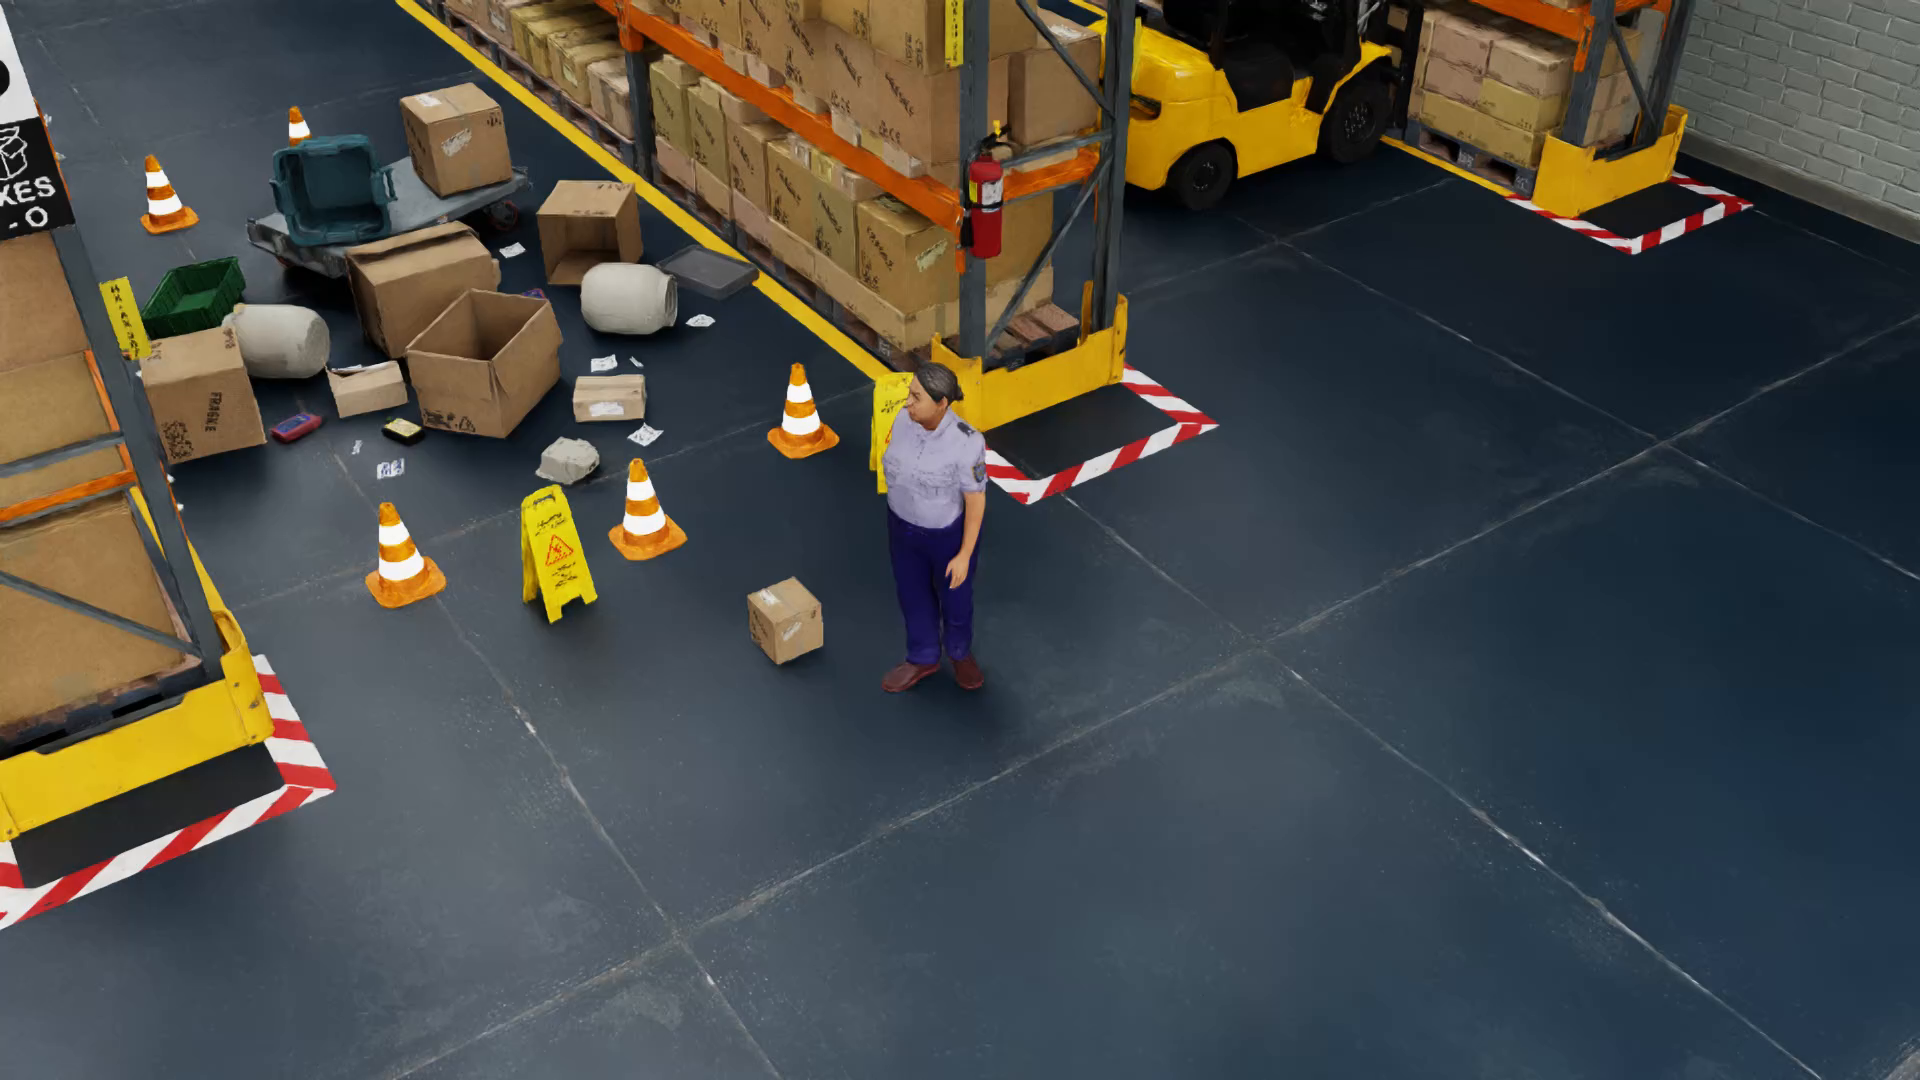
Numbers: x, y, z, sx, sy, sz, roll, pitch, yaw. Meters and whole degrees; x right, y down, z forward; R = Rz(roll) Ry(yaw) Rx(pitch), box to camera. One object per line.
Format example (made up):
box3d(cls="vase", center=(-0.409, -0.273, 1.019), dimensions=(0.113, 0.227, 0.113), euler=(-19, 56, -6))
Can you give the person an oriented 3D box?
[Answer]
box3d(cls="person", center=(-0.091, -0.028, 7.058), dimensions=(0.494, 1.642, 0.407), euler=(20, 41, 24))
